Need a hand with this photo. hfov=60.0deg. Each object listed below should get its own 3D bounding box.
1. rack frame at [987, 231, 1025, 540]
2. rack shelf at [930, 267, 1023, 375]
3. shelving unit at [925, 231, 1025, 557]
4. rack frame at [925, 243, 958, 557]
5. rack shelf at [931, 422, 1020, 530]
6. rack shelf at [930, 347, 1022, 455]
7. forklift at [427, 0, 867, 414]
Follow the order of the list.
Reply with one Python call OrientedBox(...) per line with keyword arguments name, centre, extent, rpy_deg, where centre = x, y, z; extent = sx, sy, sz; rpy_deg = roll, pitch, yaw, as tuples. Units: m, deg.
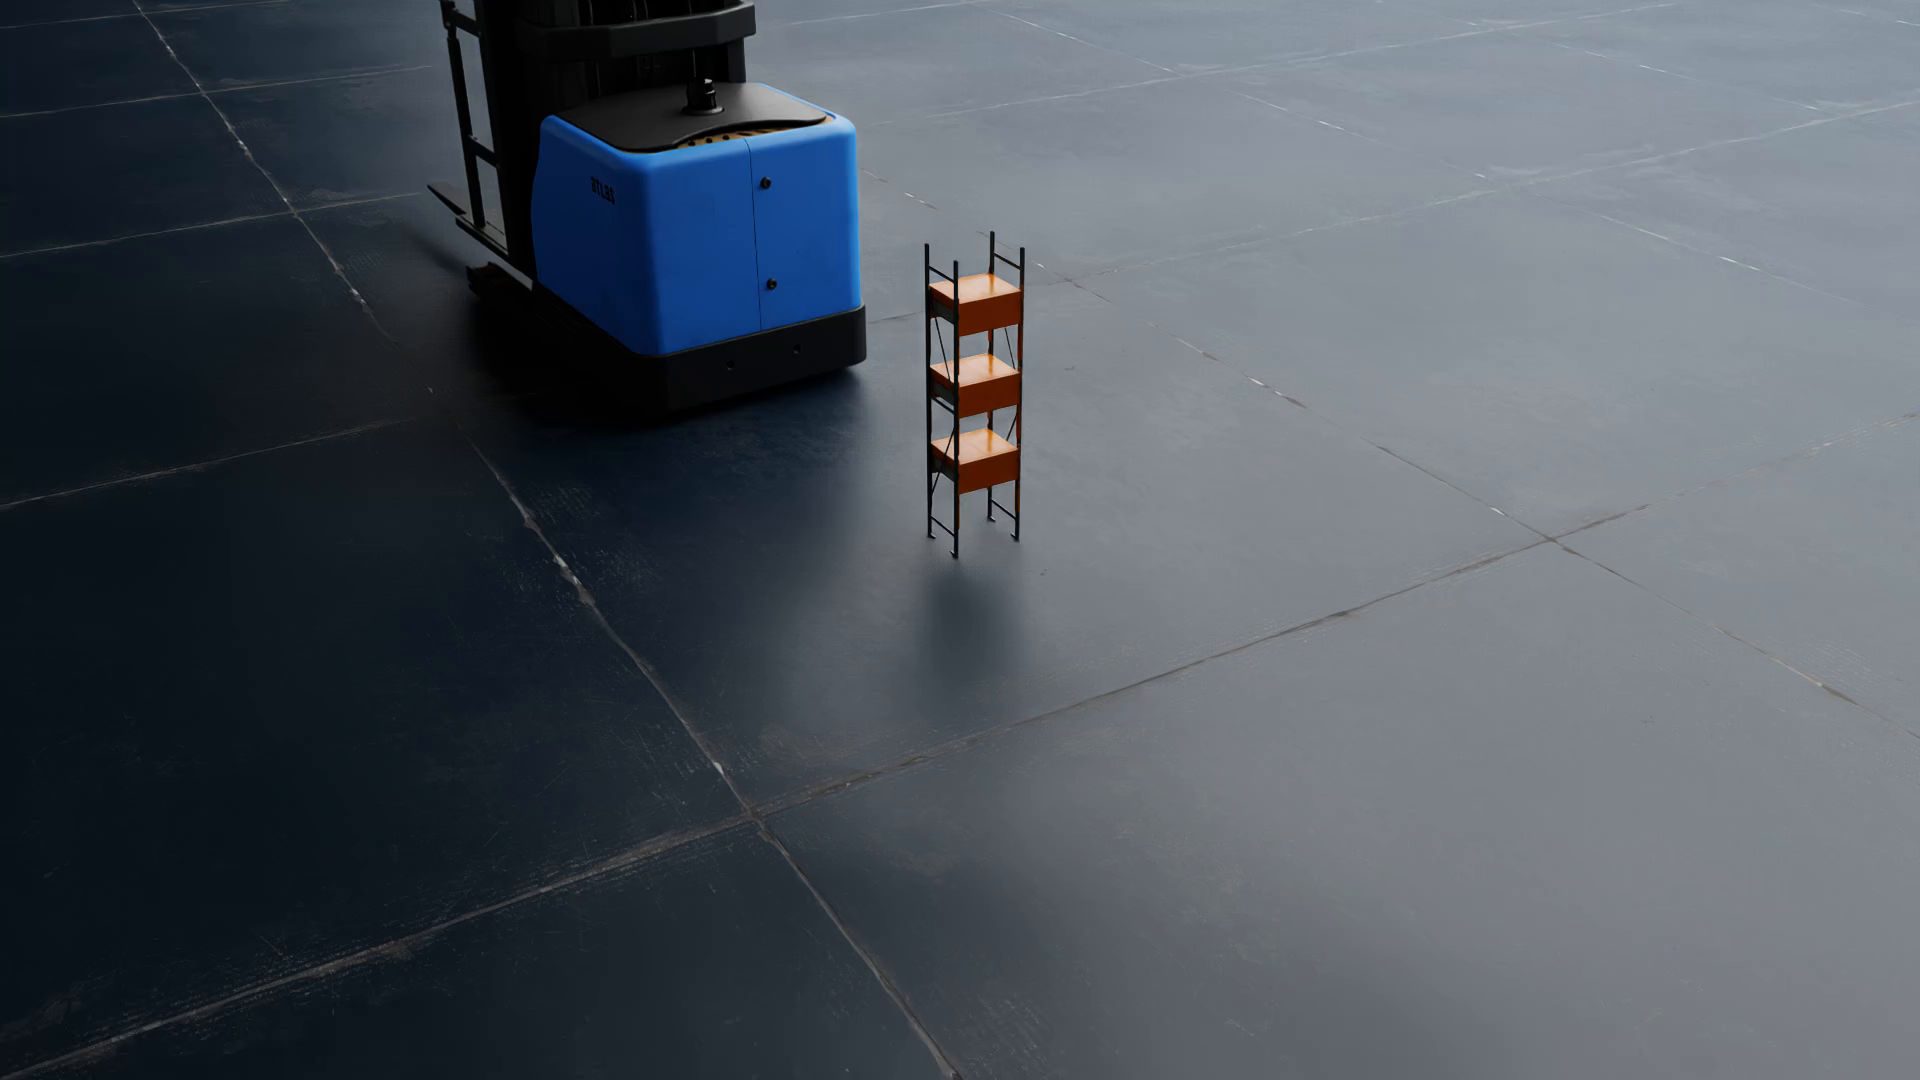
OrientedBox(name="rack frame", centre=(0.151, -0.503, 5.574), extent=(0.008, 1.050, 0.200), rpy_deg=(-16, 33, -26))
OrientedBox(name="rack shelf", centre=(0.046, -0.712, 5.388), extent=(0.240, 0.259, 0.215), rpy_deg=(-16, 33, -26))
OrientedBox(name="shelving unit", centre=(0.046, -0.473, 5.520), extent=(0.252, 1.050, 0.215), rpy_deg=(-16, 33, -26))
OrientedBox(name="rack frame", centre=(-0.059, -0.443, 5.466), extent=(0.008, 1.050, 0.200), rpy_deg=(-16, 33, -26))
OrientedBox(name="rack shelf", centre=(0.046, -0.220, 5.659), extent=(0.240, 0.259, 0.215), rpy_deg=(-16, 33, -26))
OrientedBox(name="rack shelf", centre=(0.046, -0.463, 5.525), extent=(0.240, 0.259, 0.215), rpy_deg=(-16, 33, -26))
OrientedBox(name="forklift", centre=(-1.640, -2.437, 7.133), extent=(1.130, 2.935, 3.031), rpy_deg=(-18, 34, -30))
